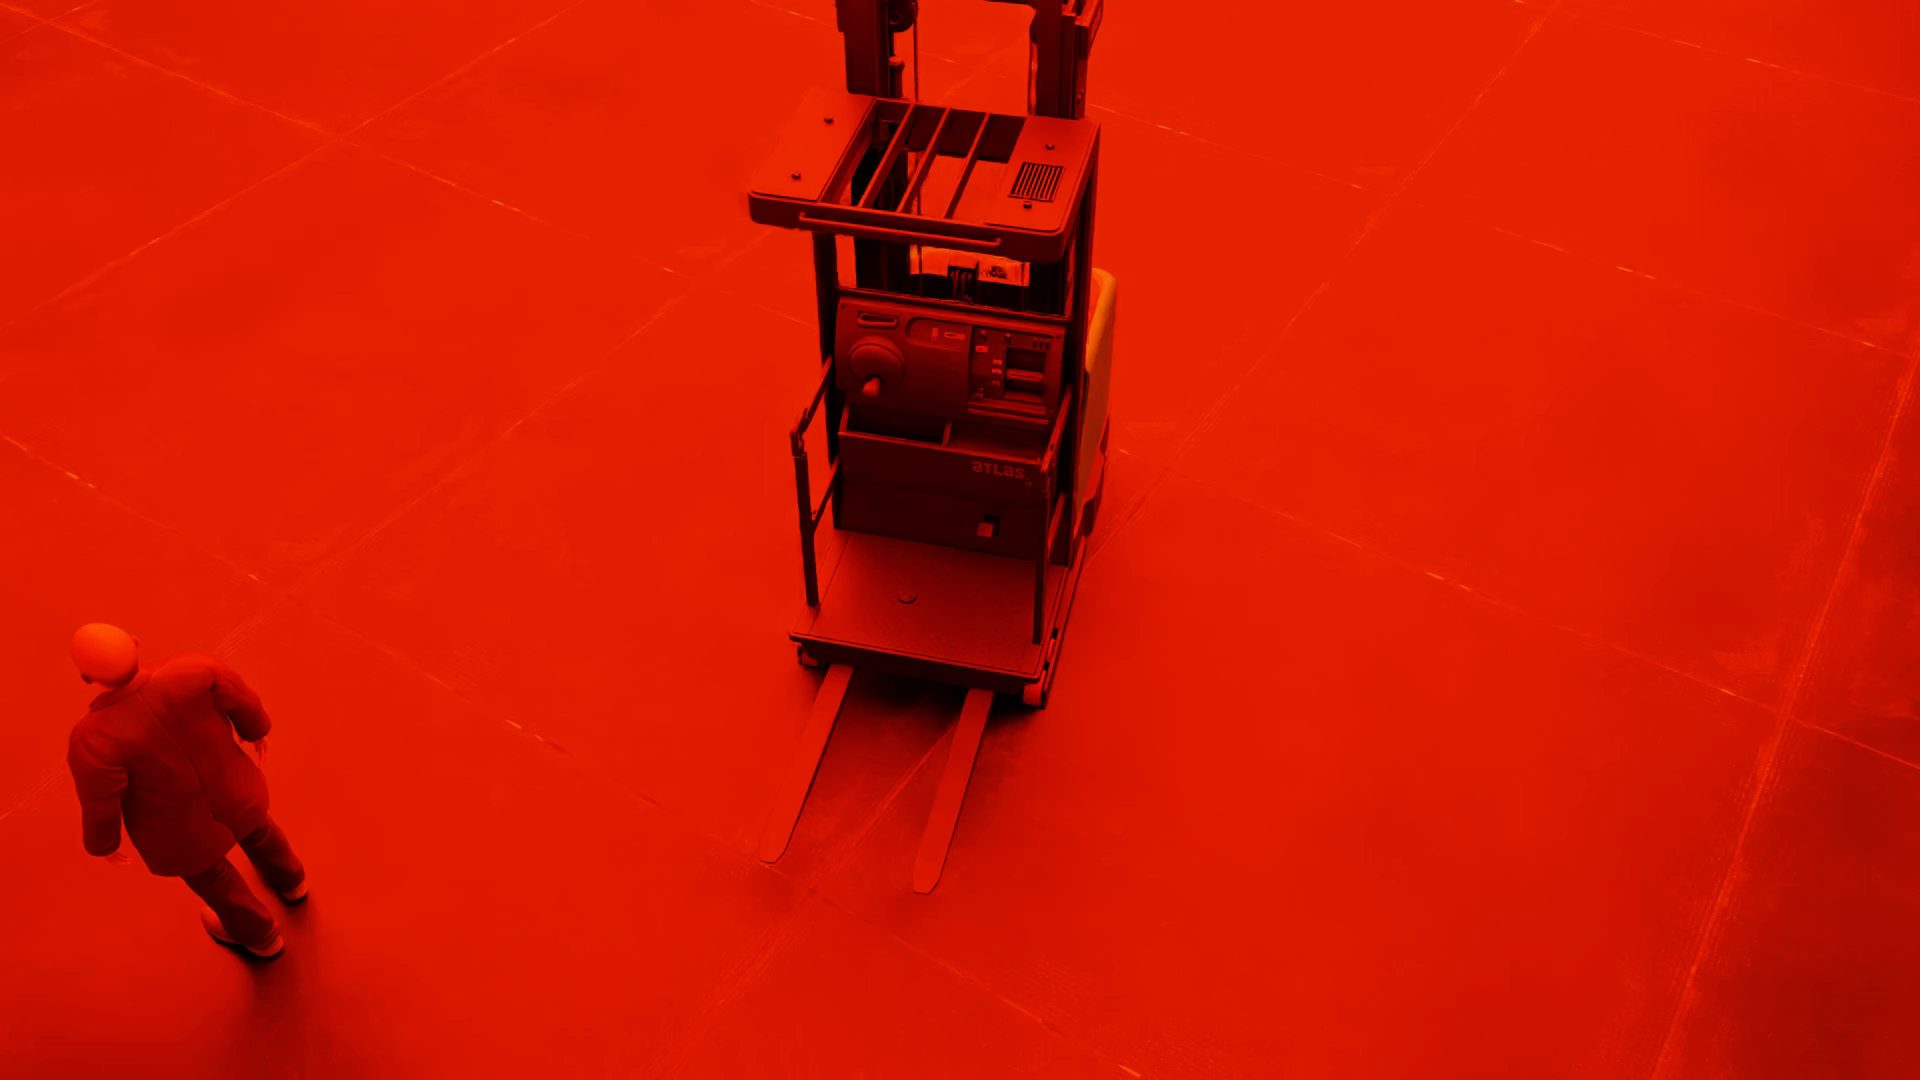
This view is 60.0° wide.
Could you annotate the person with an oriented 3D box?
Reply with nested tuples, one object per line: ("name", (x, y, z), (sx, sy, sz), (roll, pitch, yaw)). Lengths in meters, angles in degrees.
("person", (-2.751, 0.837, 5.798), (0.580, 1.781, 0.709), (28, 50, 26))

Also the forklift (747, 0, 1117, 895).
("forklift", (-0.094, -0.635, 6.518), (1.130, 2.935, 3.031), (9, 44, 10))
